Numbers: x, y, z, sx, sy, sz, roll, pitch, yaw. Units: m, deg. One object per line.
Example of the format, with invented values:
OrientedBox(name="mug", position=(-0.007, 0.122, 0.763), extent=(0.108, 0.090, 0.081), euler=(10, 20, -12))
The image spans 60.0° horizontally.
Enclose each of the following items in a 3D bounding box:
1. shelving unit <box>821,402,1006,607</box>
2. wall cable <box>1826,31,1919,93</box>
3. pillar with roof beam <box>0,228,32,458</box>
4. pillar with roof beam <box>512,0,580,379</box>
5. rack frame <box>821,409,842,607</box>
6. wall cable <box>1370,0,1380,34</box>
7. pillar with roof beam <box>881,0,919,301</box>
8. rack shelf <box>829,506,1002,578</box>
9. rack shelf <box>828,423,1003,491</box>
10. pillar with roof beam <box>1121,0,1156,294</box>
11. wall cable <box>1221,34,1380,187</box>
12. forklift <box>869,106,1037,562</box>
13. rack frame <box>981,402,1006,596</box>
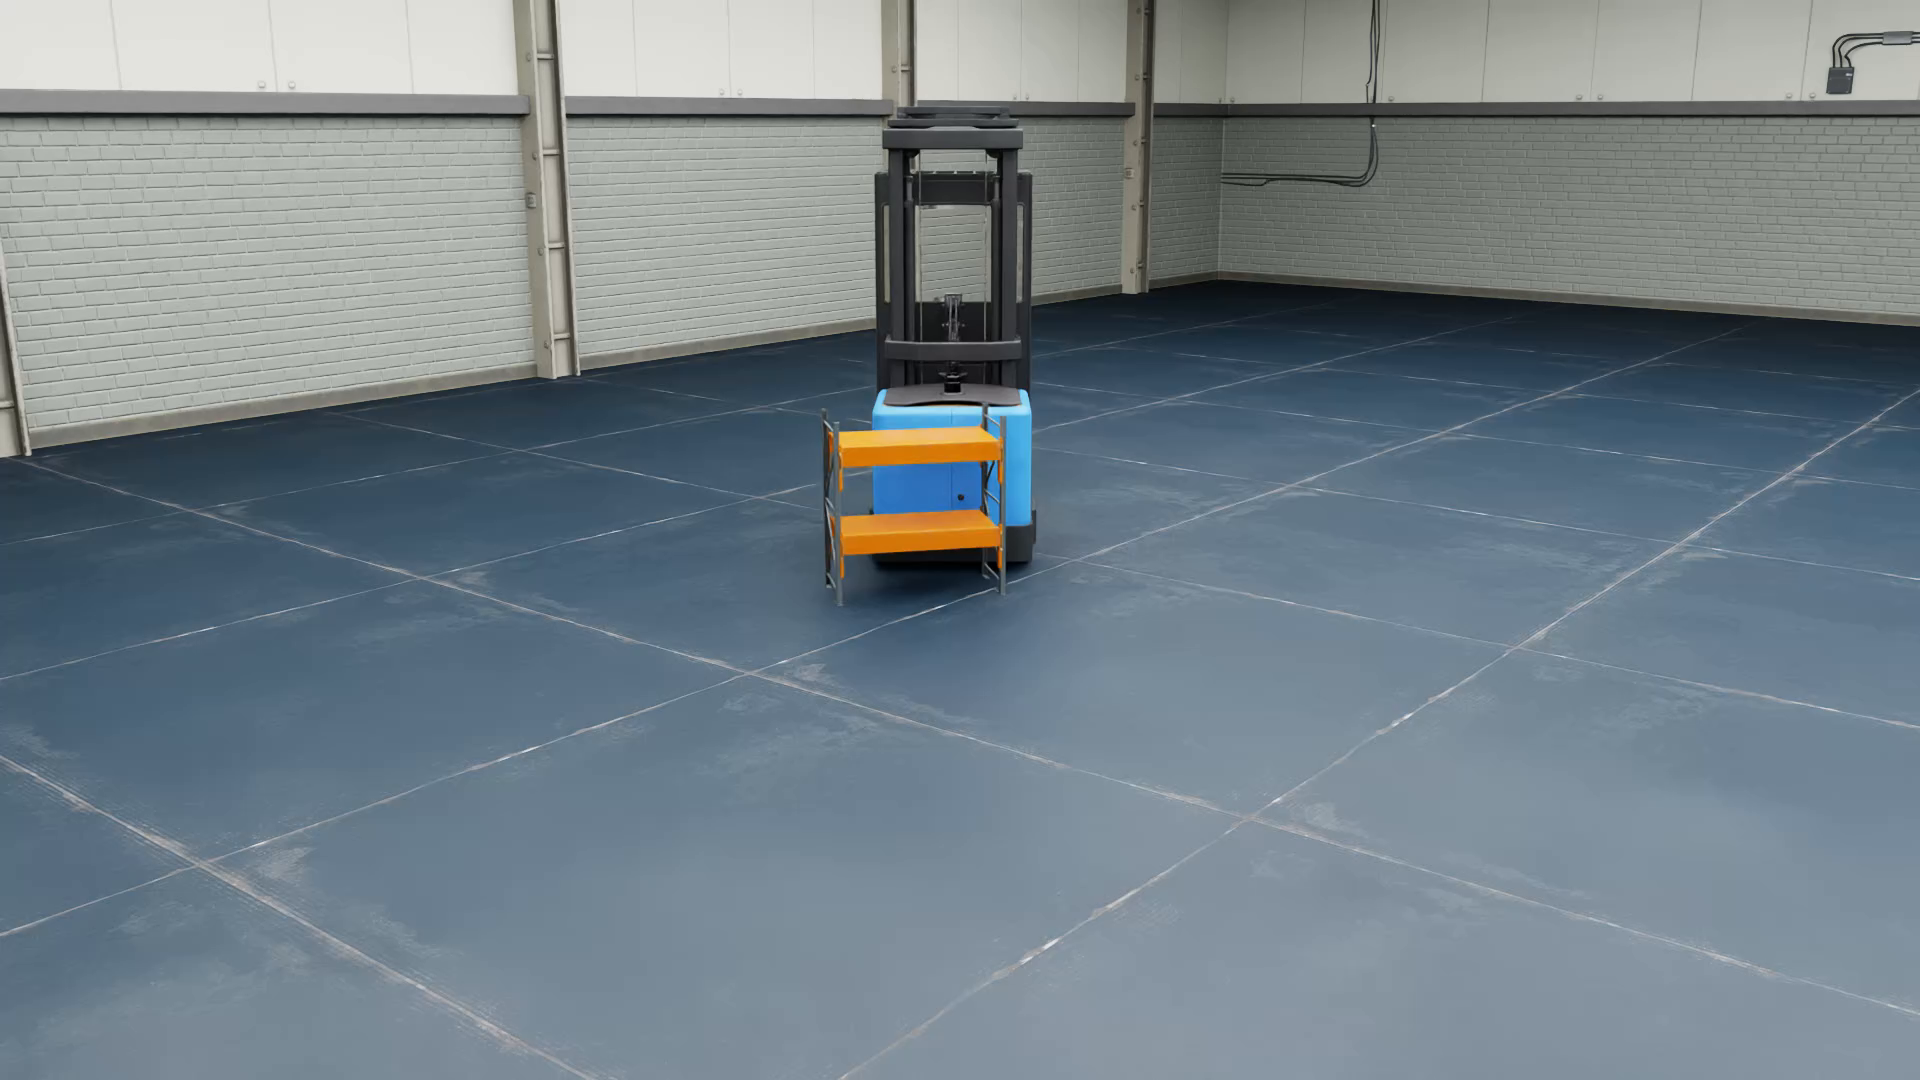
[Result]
OrientedBox(name="shelving unit", position=(-0.287, -0.231, 10.247), extent=(1.048, 1.125, 0.538), euler=(-3, 15, -13))
OrientedBox(name="wall cable", position=(13.201, -9.076, 22.167), extent=(2.305, 6.003, 0.169), euler=(11, 18, 38))
OrientedBox(name="pillar with roof beam", position=(-5.018, -4.427, 10.774), extent=(9.100, 9.000, 0.400), euler=(11, 18, 38))
OrientedBox(name="pillar with roof beam", position=(-1.247, -5.576, 15.297), extent=(9.100, 9.000, 0.400), euler=(11, 18, 38))
OrientedBox(name="rack frame", position=(-0.782, -0.203, 10.136), extent=(0.032, 1.125, 0.500), euler=(-3, 15, -13))
OrientedBox(name="wall cable", position=(7.931, -9.424, 26.493), extent=(3.097, 2.526, 0.112), euler=(11, 18, 38))
OrientedBox(name="pillar with roof beam", position=(2.524, -6.725, 19.820), extent=(9.100, 9.000, 0.400), euler=(11, 18, 38))
OrientedBox(name="rack shelf", position=(-0.287, 0.006, 10.308), extent=(1.000, 0.278, 0.538), euler=(-3, 15, -13))
OrientedBox(name="rack shelf", position=(-0.287, -0.515, 10.175), extent=(1.000, 0.278, 0.538), euler=(-3, 15, -13))
OrientedBox(name="pillar with roof beam", position=(6.295, -7.874, 24.343), extent=(9.100, 9.000, 0.400), euler=(11, 18, 38))
OrientedBox(name="wall cable", position=(5.827, -7.395, 28.763), extent=(3.097, 2.526, 0.112), euler=(11, 18, 38))
OrientedBox(name="forklift", position=(-0.044, -1.582, 11.897), extent=(1.130, 2.935, 3.031), euler=(0, 14, 0))
OrientedBox(name="rack frame", position=(0.209, -0.259, 10.359), extent=(0.032, 1.125, 0.500), euler=(-3, 15, -13))
